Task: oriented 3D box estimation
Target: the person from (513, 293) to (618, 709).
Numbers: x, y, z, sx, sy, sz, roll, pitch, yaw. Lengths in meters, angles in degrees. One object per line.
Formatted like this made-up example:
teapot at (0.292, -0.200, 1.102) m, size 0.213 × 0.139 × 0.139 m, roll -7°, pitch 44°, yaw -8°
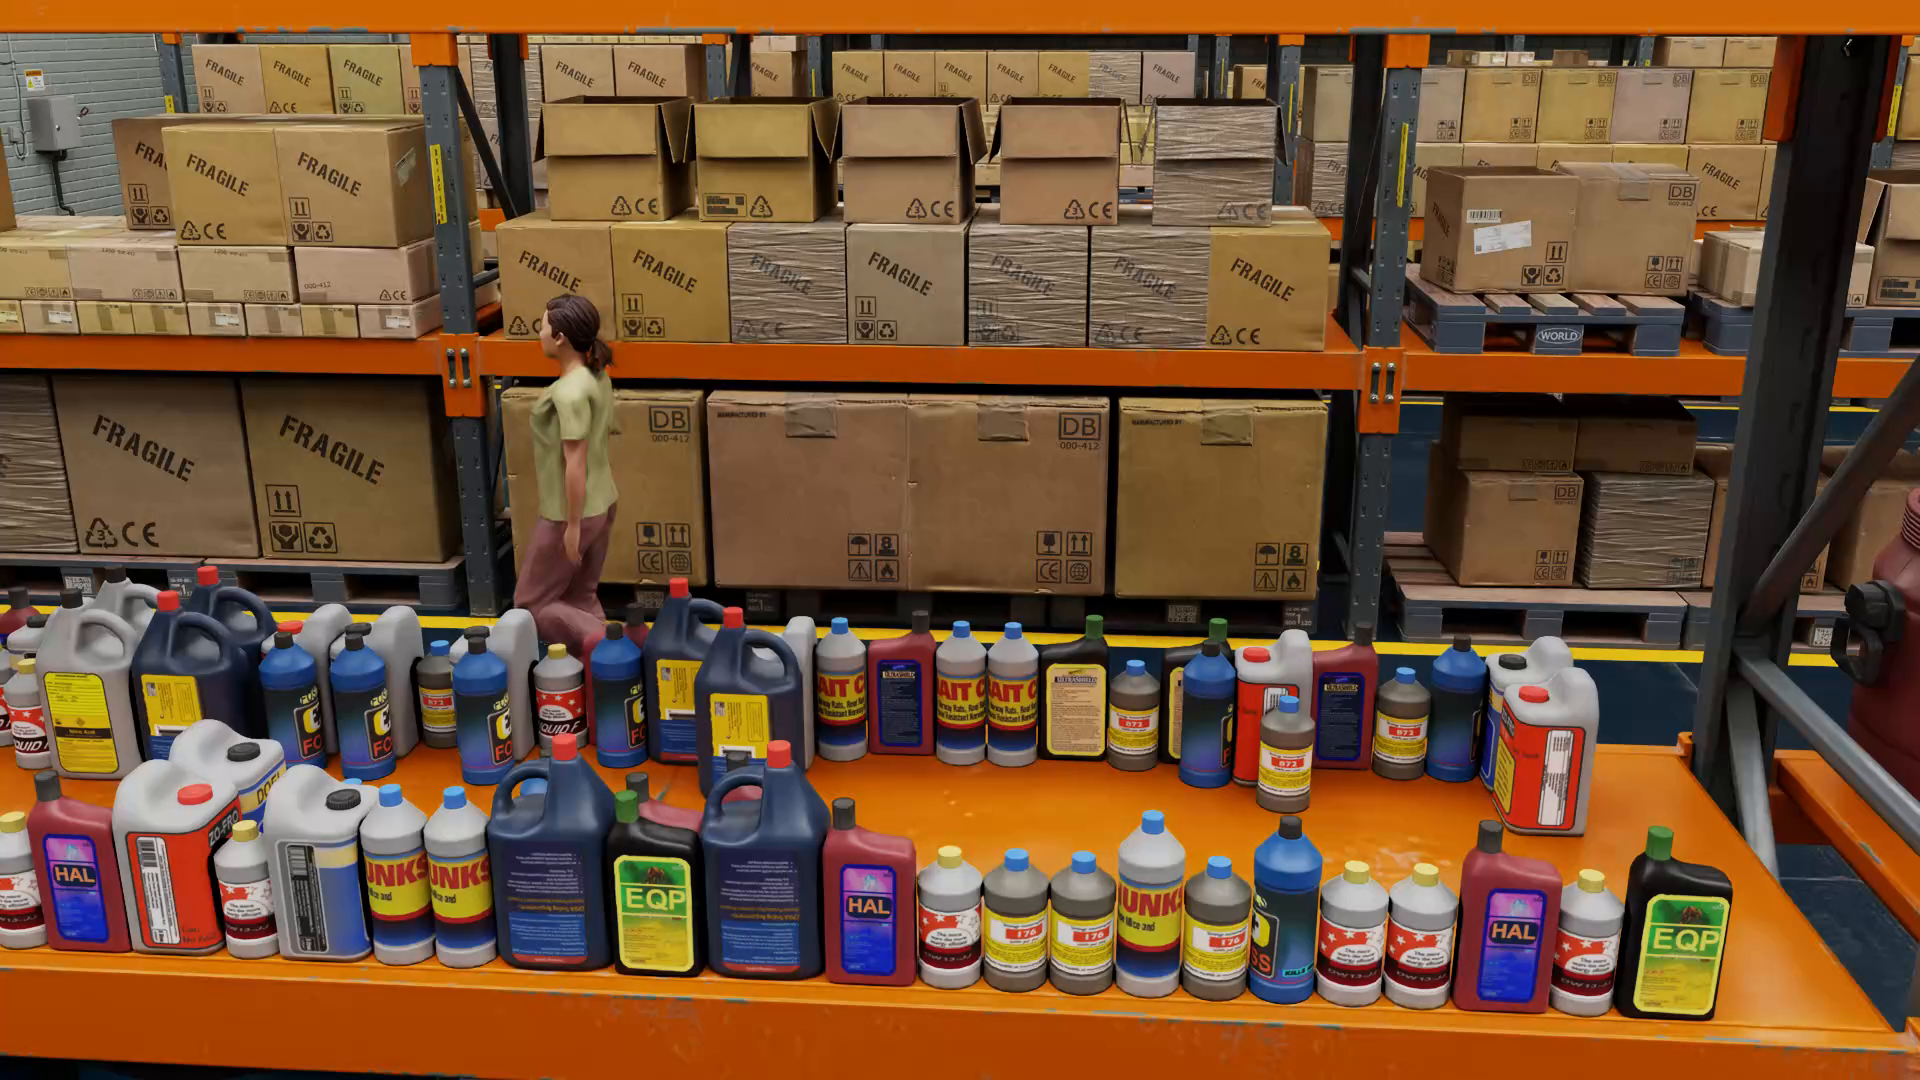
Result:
person at (-1.411, -0.094, 6.268) m, size 0.504 × 1.663 × 0.466 m, roll 1°, pitch 18°, yaw 4°
